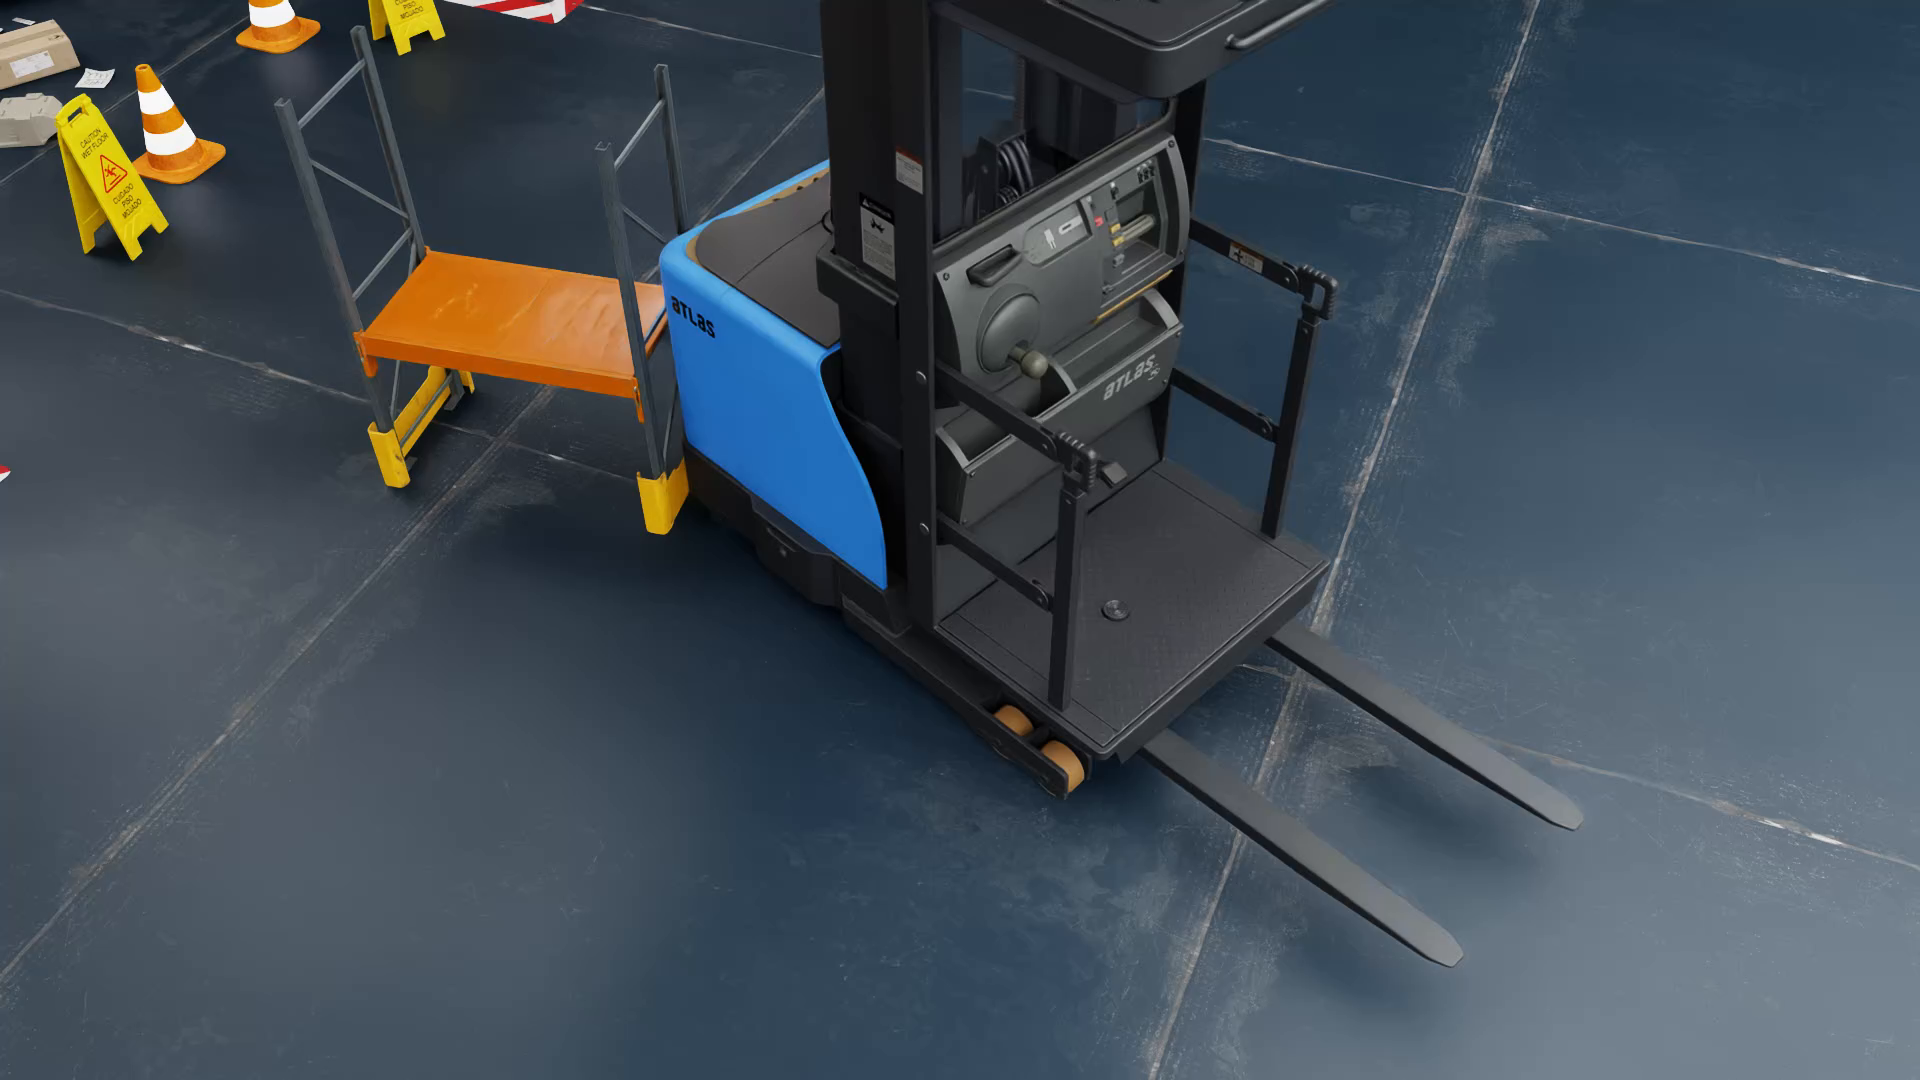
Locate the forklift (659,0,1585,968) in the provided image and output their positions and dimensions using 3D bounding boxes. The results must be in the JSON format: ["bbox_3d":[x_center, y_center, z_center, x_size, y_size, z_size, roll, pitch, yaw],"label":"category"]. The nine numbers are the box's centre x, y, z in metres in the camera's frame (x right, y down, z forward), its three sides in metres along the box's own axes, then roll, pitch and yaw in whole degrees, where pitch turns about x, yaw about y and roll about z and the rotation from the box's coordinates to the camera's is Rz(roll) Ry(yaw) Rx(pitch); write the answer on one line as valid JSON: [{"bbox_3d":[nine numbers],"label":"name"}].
[{"bbox_3d":[0.445,-0.691,4.367,1.130,2.935,3.031,-35,55,-30],"label":"forklift"}]

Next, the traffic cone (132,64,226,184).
[{"bbox_3d":[-3.503,-1.865,7.296,0.334,0.463,0.336,16,47,16],"label":"traffic cone"}]

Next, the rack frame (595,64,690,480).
[{"bbox_3d":[-0.968,-0.752,5.442,0.032,1.500,0.500,10,46,10],"label":"rack frame"}]

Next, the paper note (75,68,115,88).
[{"bbox_3d":[-4.135,-2.211,7.950,0.142,0.019,0.148,2,45,2],"label":"paper note"}]

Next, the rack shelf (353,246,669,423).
[{"bbox_3d":[-1.461,-0.710,5.655,1.000,0.185,0.538,10,46,10],"label":"rack shelf"}]

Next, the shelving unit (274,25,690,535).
[{"bbox_3d":[-1.470,-0.839,5.530,1.083,1.500,0.587,10,46,10],"label":"shelving unit"}]

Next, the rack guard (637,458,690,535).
[{"bbox_3d":[-0.986,-0.312,5.886,0.087,0.250,0.587,10,46,10],"label":"rack guard"}]

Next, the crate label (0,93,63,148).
[{"bbox_3d":[-4.253,-1.923,7.585,0.298,0.136,0.250,-5,45,-5],"label":"crate label"}]

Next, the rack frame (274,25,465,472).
[{"bbox_3d":[-1.955,-0.923,5.615,0.032,1.500,0.500,10,46,10],"label":"rack frame"}]

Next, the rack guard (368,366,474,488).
[{"bbox_3d":[-1.954,-0.480,6.055,0.087,0.250,0.587,10,46,10],"label":"rack guard"}]

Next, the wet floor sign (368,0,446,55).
[{"bbox_3d":[-2.733,-2.719,8.026,0.232,0.644,0.267,33,54,29],"label":"wet floor sign"}]

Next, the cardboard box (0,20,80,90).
[{"bbox_3d":[-4.483,-2.332,7.989,0.380,0.149,0.250,-28,51,-25],"label":"cardboard box"}]

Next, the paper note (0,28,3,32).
[{"bbox_3d":[-4.861,-2.535,8.284,0.142,0.019,0.148,33,54,29],"label":"paper note"}]

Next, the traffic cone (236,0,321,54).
[{"bbox_3d":[-3.390,-2.680,8.115,0.334,0.463,0.336,16,47,16],"label":"traffic cone"}]

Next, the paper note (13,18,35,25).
[{"bbox_3d":[-4.712,-2.610,8.367,0.123,0.001,0.032,16,47,16],"label":"paper note"}]

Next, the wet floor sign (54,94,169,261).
[{"bbox_3d":[-3.520,-1.499,6.799,0.232,0.644,0.267,9,46,9],"label":"wet floor sign"}]
